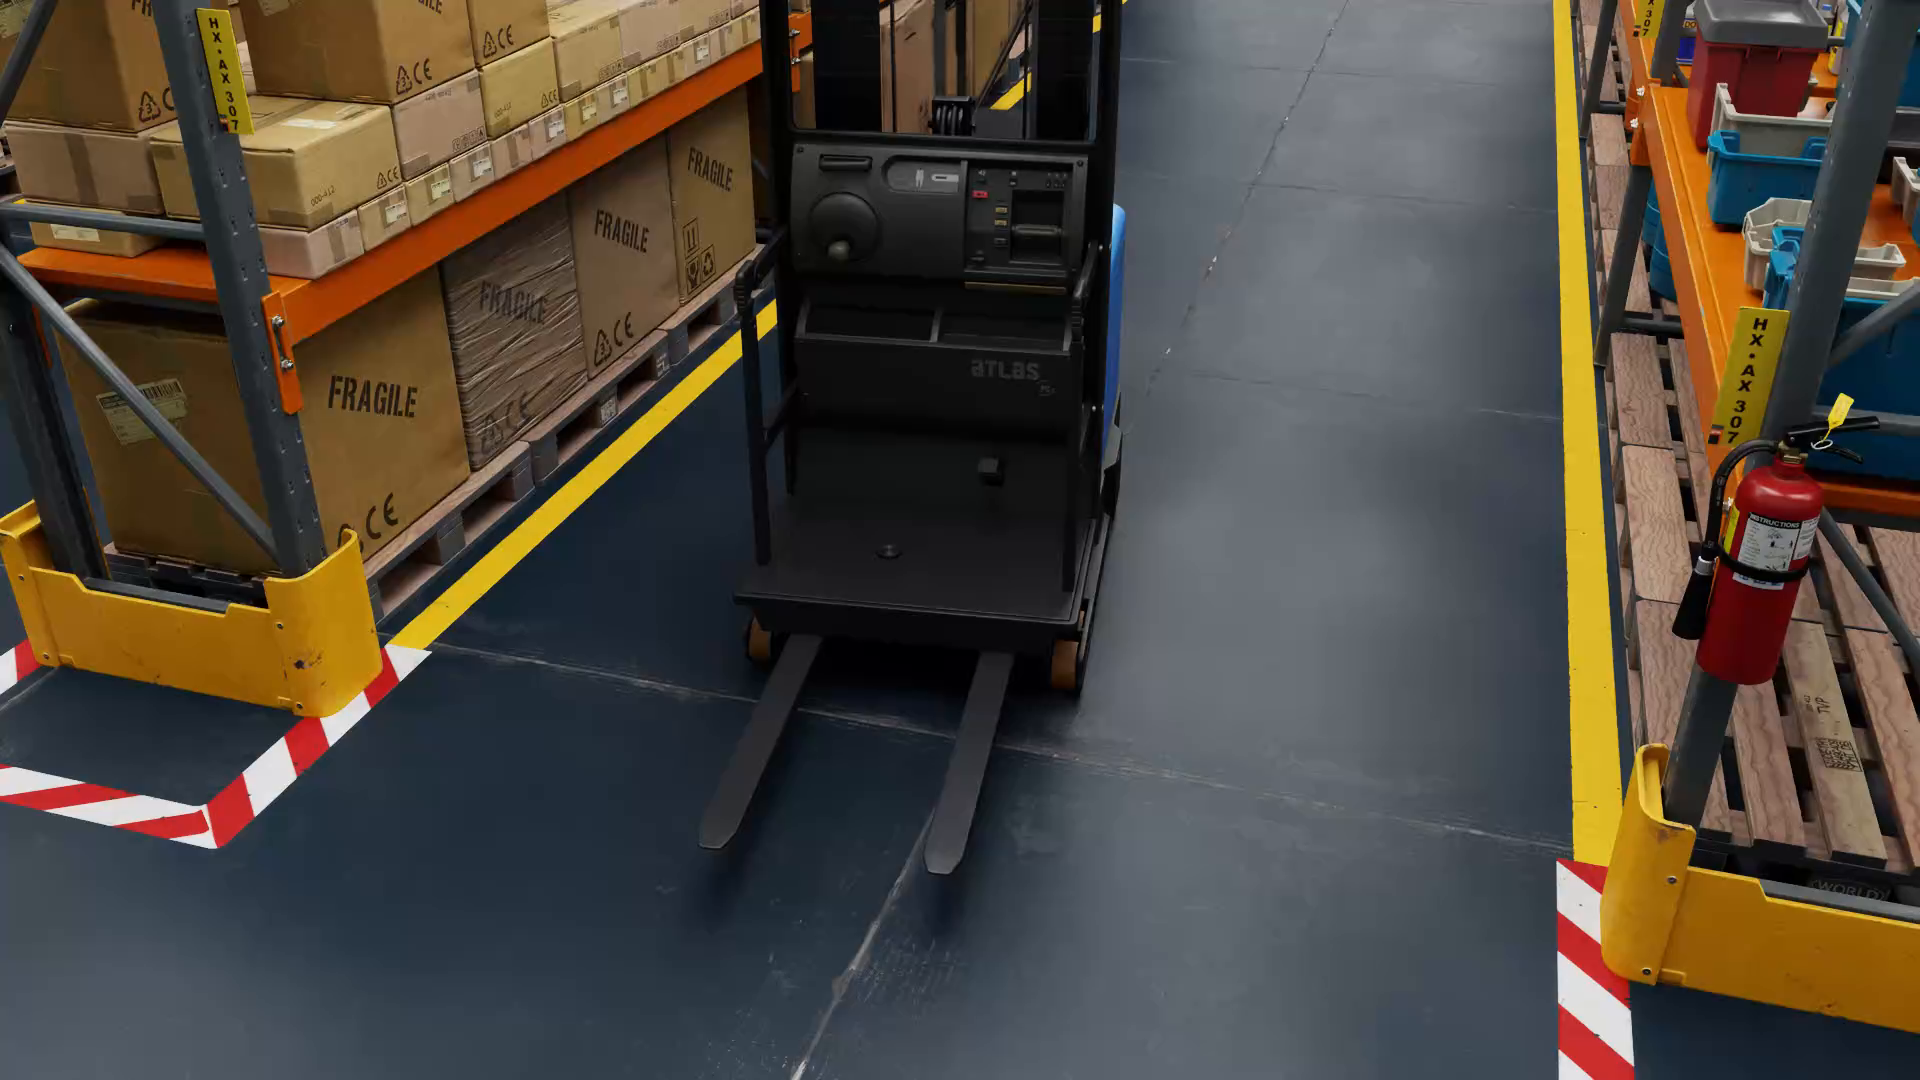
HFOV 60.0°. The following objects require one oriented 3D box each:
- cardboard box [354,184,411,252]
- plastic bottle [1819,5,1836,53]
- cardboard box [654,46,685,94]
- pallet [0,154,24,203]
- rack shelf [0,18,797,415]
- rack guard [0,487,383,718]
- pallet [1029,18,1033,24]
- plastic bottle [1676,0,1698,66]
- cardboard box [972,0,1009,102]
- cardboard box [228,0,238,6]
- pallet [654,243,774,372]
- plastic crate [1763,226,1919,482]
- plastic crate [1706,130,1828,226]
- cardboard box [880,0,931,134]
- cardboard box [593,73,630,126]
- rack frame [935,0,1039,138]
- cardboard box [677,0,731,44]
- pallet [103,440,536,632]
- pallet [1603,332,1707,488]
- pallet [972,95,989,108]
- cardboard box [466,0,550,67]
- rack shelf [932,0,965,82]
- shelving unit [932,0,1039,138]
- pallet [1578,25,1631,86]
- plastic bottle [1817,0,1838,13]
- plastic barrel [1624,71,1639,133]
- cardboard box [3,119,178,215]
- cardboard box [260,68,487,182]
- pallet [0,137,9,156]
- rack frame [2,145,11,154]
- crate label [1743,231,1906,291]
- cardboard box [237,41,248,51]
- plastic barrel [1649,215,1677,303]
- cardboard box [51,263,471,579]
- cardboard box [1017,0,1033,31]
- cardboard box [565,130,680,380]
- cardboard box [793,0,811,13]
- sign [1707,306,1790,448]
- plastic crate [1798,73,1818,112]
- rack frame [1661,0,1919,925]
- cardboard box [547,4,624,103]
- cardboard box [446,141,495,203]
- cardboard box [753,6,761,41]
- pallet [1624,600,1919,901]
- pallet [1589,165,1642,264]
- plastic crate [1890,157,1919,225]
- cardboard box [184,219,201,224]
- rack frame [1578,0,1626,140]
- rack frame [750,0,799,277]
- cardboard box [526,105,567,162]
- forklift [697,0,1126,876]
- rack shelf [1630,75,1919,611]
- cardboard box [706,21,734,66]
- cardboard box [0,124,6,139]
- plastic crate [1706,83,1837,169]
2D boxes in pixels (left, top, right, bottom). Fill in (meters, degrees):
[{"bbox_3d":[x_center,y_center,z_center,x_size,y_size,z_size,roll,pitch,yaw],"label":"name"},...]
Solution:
[{"bbox_3d":[-1.993,-1.043,5.297,0.380,0.149,0.250,8,30,14],"label":"cardboard box"},{"bbox_3d":[3.905,-2.320,7.540,0.097,0.201,0.097,0,29,0],"label":"plastic bottle"},{"bbox_3d":[-1.390,-1.997,7.013,0.380,0.149,0.250,9,30,16],"label":"cardboard box"},{"bbox_3d":[-6.187,-1.993,9.615,1.003,0.211,1.213,8,30,15],"label":"pallet"},{"bbox_3d":[-1.899,-1.530,6.655,1.077,0.370,4.000,8,30,15],"label":"rack shelf"},{"bbox_3d":[-2.493,0.189,5.397,1.175,0.500,0.348,8,30,15],"label":"rack guard"},{"bbox_3d":[0.453,-4.342,13.839,1.003,0.211,1.213,8,30,15],"label":"pallet"},{"bbox_3d":[3.229,-2.242,7.323,0.152,0.276,0.135,8,30,15],"label":"plastic bottle"},{"bbox_3d":[-0.361,-3.570,11.336,1.225,0.875,0.875,7,30,13],"label":"cardboard box"},{"bbox_3d":[-5.247,-3.737,11.251,0.500,0.250,0.500,10,31,17],"label":"cardboard box"},{"bbox_3d":[-1.610,-1.213,8.214,1.003,0.211,1.213,8,30,15],"label":"pallet"},{"bbox_3d":[2.168,-0.432,3.843,0.616,0.435,0.499,8,30,15],"label":"plastic crate"},{"bbox_3d":[2.606,-1.152,5.346,0.416,0.233,0.300,8,30,15],"label":"plastic crate"},{"bbox_3d":[-0.882,-2.745,9.852,1.225,0.875,0.875,7,30,13],"label":"cardboard box"},{"bbox_3d":[-1.541,-1.760,6.587,0.380,0.149,0.250,9,30,16],"label":"cardboard box"},{"bbox_3d":[0.107,-1.361,6.536,0.400,2.100,0.015,5,29,8],"label":"rack frame"},{"bbox_3d":[-1.340,-2.355,7.246,0.500,0.250,0.500,9,30,16],"label":"cardboard box"},{"bbox_3d":[-2.326,-0.079,6.175,1.003,0.211,1.213,8,30,15],"label":"pallet"},{"bbox_3d":[3.244,-0.501,6.934,1.003,0.211,1.213,8,30,15],"label":"pallet"},{"bbox_3d":[-0.442,-3.059,11.531,1.003,0.211,1.213,8,30,15],"label":"pallet"},{"bbox_3d":[-1.794,-1.966,5.775,0.500,0.500,0.500,8,30,14],"label":"cardboard box"},{"bbox_3d":[0.147,-2.078,6.413,0.431,0.518,0.480,5,29,8],"label":"rack shelf"},{"bbox_3d":[0.147,-1.478,6.747,0.431,2.100,0.503,5,29,8],"label":"shelving unit"},{"bbox_3d":[5.221,-3.627,12.553,1.003,0.211,1.213,8,30,15],"label":"pallet"},{"bbox_3d":[4.194,-2.604,7.973,0.152,0.276,0.135,8,30,15],"label":"plastic bottle"},{"bbox_3d":[4.469,-2.931,10.234,0.600,0.830,0.708,8,30,15],"label":"plastic barrel"},{"bbox_3d":[-2.598,-1.243,5.246,0.500,0.250,0.500,8,30,14],"label":"cardboard box"},{"bbox_3d":[-1.941,-1.406,5.541,0.500,0.250,0.500,8,30,14],"label":"cardboard box"},{"bbox_3d":[-5.797,-2.672,10.836,1.003,0.211,1.213,8,30,15],"label":"pallet"},{"bbox_3d":[-6.024,-3.529,9.507,1.000,3.000,0.127,8,30,15],"label":"rack frame"},{"bbox_3d":[2.472,-0.790,4.793,0.396,0.136,0.243,8,30,15],"label":"crate label"},{"bbox_3d":[-2.299,-1.715,6.095,0.500,0.250,0.500,7,30,13],"label":"cardboard box"},{"bbox_3d":[3.599,-1.584,7.738,0.600,0.901,0.708,8,30,15],"label":"plastic barrel"},{"bbox_3d":[-2.375,-0.479,5.779,0.875,0.875,0.875,8,30,15],"label":"cardboard box"},{"bbox_3d":[0.190,-4.307,13.025,0.700,0.500,0.500,6,30,11],"label":"cardboard box"},{"bbox_3d":[-1.847,-1.315,7.283,0.875,0.875,0.875,8,30,15],"label":"cardboard box"},{"bbox_3d":[-0.938,-2.996,8.447,0.500,0.500,0.500,9,30,15],"label":"cardboard box"},{"bbox_3d":[1.718,-0.351,3.627,0.100,0.325,0.005,8,30,15],"label":"sign"},{"bbox_3d":[3.149,-1.782,6.578,0.396,0.136,0.243,8,30,15],"label":"plastic crate"},{"bbox_3d":[2.248,-0.208,3.539,1.000,3.000,0.127,8,30,15],"label":"rack frame"},{"bbox_3d":[-1.642,-1.883,6.397,0.500,0.250,0.500,8,30,14],"label":"cardboard box"},{"bbox_3d":[-1.842,-1.283,5.729,0.380,0.149,0.250,8,30,14],"label":"cardboard box"},{"bbox_3d":[-1.089,-2.476,7.873,0.380,0.149,0.250,9,30,15],"label":"cardboard box"},{"bbox_3d":[2.528,0.633,4.896,1.003,0.211,1.213,8,30,15],"label":"pallet"},{"bbox_3d":[4.045,-1.770,9.215,1.003,0.211,1.213,8,30,15],"label":"pallet"},{"bbox_3d":[3.199,-1.126,5.398,0.293,0.136,0.466,8,30,15],"label":"plastic crate"},{"bbox_3d":[-2.622,-1.139,5.470,0.380,0.149,0.250,9,30,15],"label":"cardboard box"},{"bbox_3d":[4.597,-3.926,10.222,1.000,3.000,0.127,8,30,15],"label":"rack frame"},{"bbox_3d":[-1.312,-2.774,8.151,1.000,3.000,0.127,8,30,15],"label":"rack frame"},{"bbox_3d":[-1.692,-1.521,6.157,0.380,0.149,0.250,8,30,14],"label":"cardboard box"},{"bbox_3d":[-0.103,-0.983,5.001,1.130,2.935,3.031,5,29,8],"label":"forklift"},{"bbox_3d":[2.836,-0.823,5.384,1.077,0.370,4.000,8,30,15],"label":"rack shelf"},{"bbox_3d":[-1.239,-2.237,7.444,0.380,0.149,0.250,8,30,14],"label":"cardboard box"},{"bbox_3d":[-5.813,-2.405,9.681,0.380,0.149,0.250,9,30,16],"label":"cardboard box"},{"bbox_3d":[2.798,-1.358,5.666,0.437,0.282,0.530,8,30,15],"label":"plastic crate"}]
